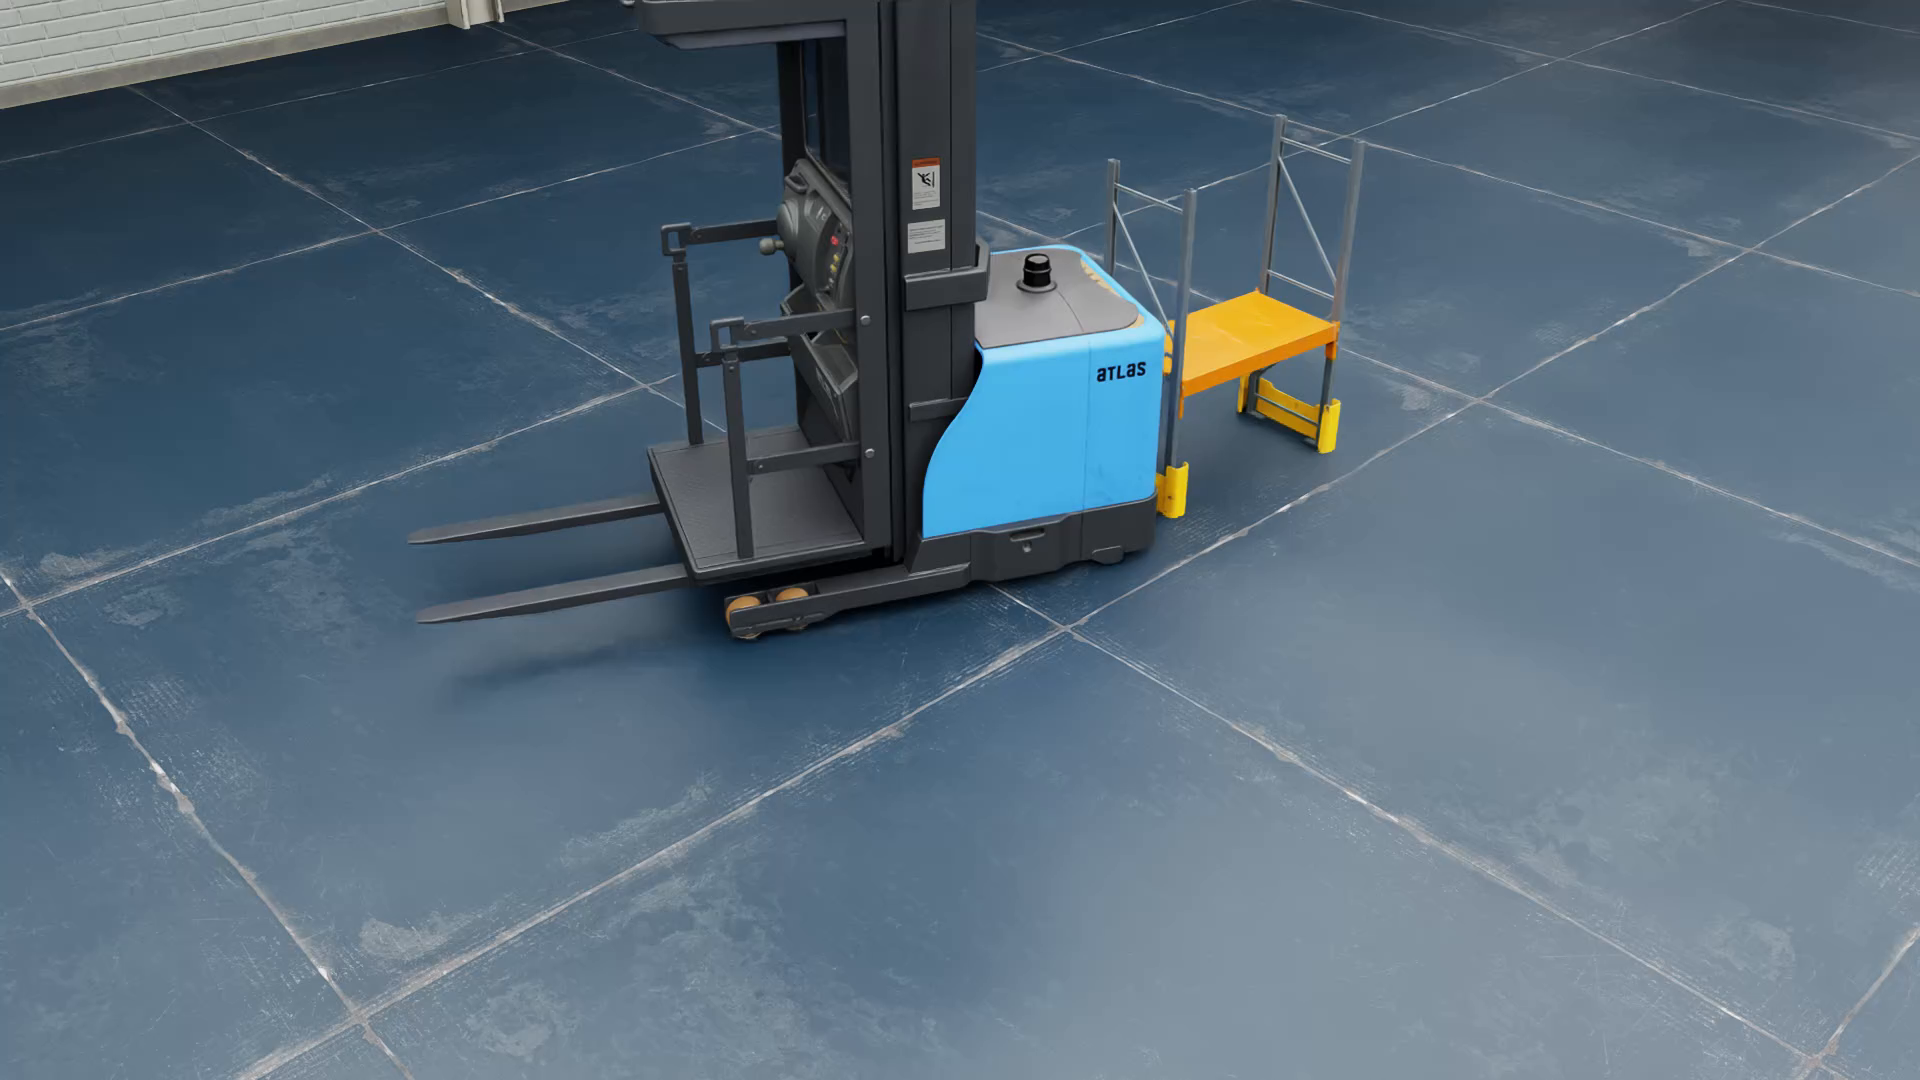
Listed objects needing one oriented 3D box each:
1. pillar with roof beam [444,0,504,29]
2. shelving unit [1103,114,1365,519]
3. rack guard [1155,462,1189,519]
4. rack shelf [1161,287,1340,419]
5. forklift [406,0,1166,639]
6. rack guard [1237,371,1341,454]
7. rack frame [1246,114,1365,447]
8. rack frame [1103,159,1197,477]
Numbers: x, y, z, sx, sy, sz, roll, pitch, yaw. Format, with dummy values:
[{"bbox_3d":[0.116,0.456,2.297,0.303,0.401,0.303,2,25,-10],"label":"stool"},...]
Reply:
[{"bbox_3d":[-1.373,-6.797,9.739,0.400,9.000,9.100,-26,40,-35],"label":"pillar with roof beam"},{"bbox_3d":[1.195,-1.023,7.485,1.083,1.500,0.587,-22,38,-31],"label":"shelving unit"},{"bbox_3d":[0.801,-0.331,7.552,0.087,0.250,0.587,-22,38,-31],"label":"rack guard"},{"bbox_3d":[1.188,-0.867,7.574,1.000,0.185,0.538,-22,38,-31],"label":"rack shelf"},{"bbox_3d":[-0.740,-1.168,6.350,3.031,2.935,1.130,-10,33,-16],"label":"forklift"},{"bbox_3d":[1.589,-0.649,8.071,0.087,0.250,0.587,-22,38,-31],"label":"rack guard"},{"bbox_3d":[1.590,-1.182,7.746,0.032,1.500,0.500,-22,38,-31],"label":"rack frame"},{"bbox_3d":[0.786,-0.858,7.215,0.032,1.500,0.500,-22,38,-31],"label":"rack frame"}]
